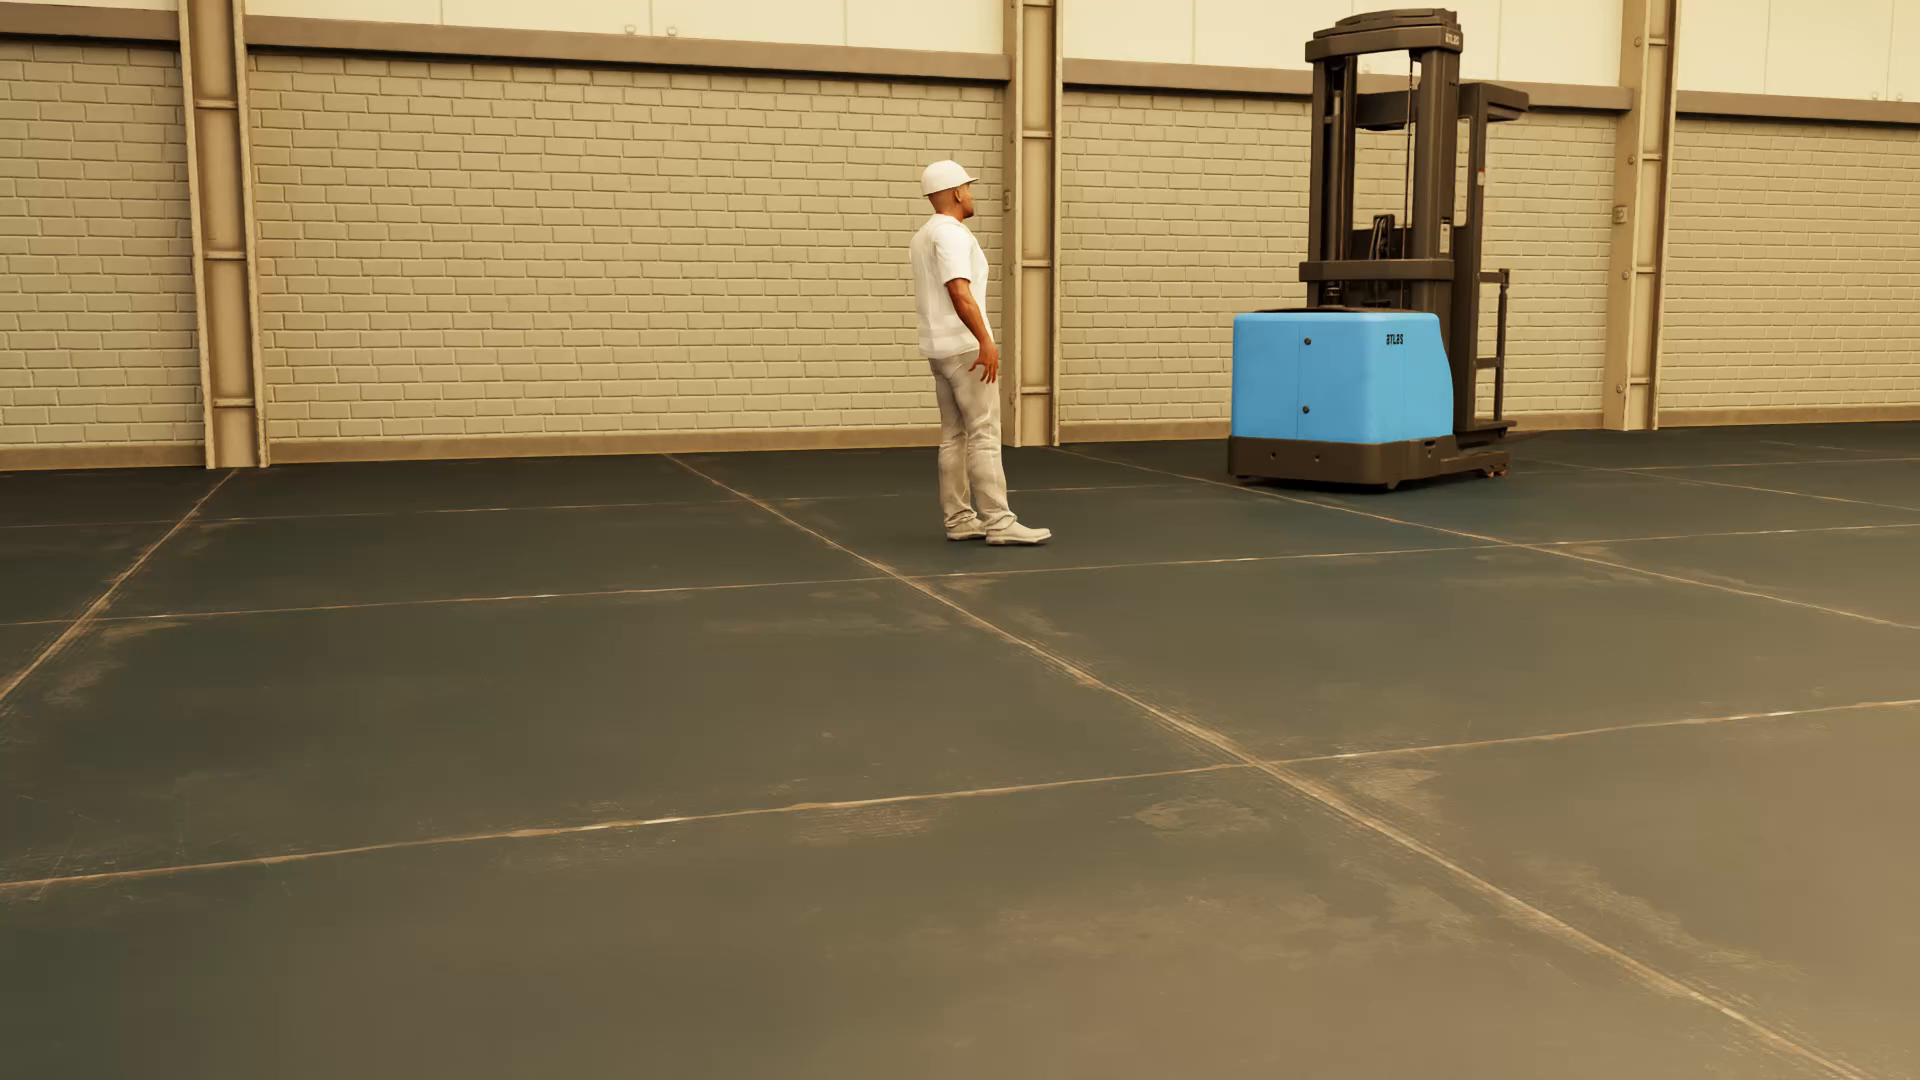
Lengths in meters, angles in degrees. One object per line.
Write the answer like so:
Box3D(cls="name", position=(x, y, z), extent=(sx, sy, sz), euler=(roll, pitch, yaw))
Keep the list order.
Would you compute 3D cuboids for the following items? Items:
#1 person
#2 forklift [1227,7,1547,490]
Box3D(cls="person", position=(0.068, -0.884, 7.821), extent=(0.575, 1.768, 0.666), euler=(-3, 8, -18))
Box3D(cls="forklift", position=(3.029, -1.902, 11.033), extent=(1.130, 2.935, 3.031), euler=(7, 10, 41))
